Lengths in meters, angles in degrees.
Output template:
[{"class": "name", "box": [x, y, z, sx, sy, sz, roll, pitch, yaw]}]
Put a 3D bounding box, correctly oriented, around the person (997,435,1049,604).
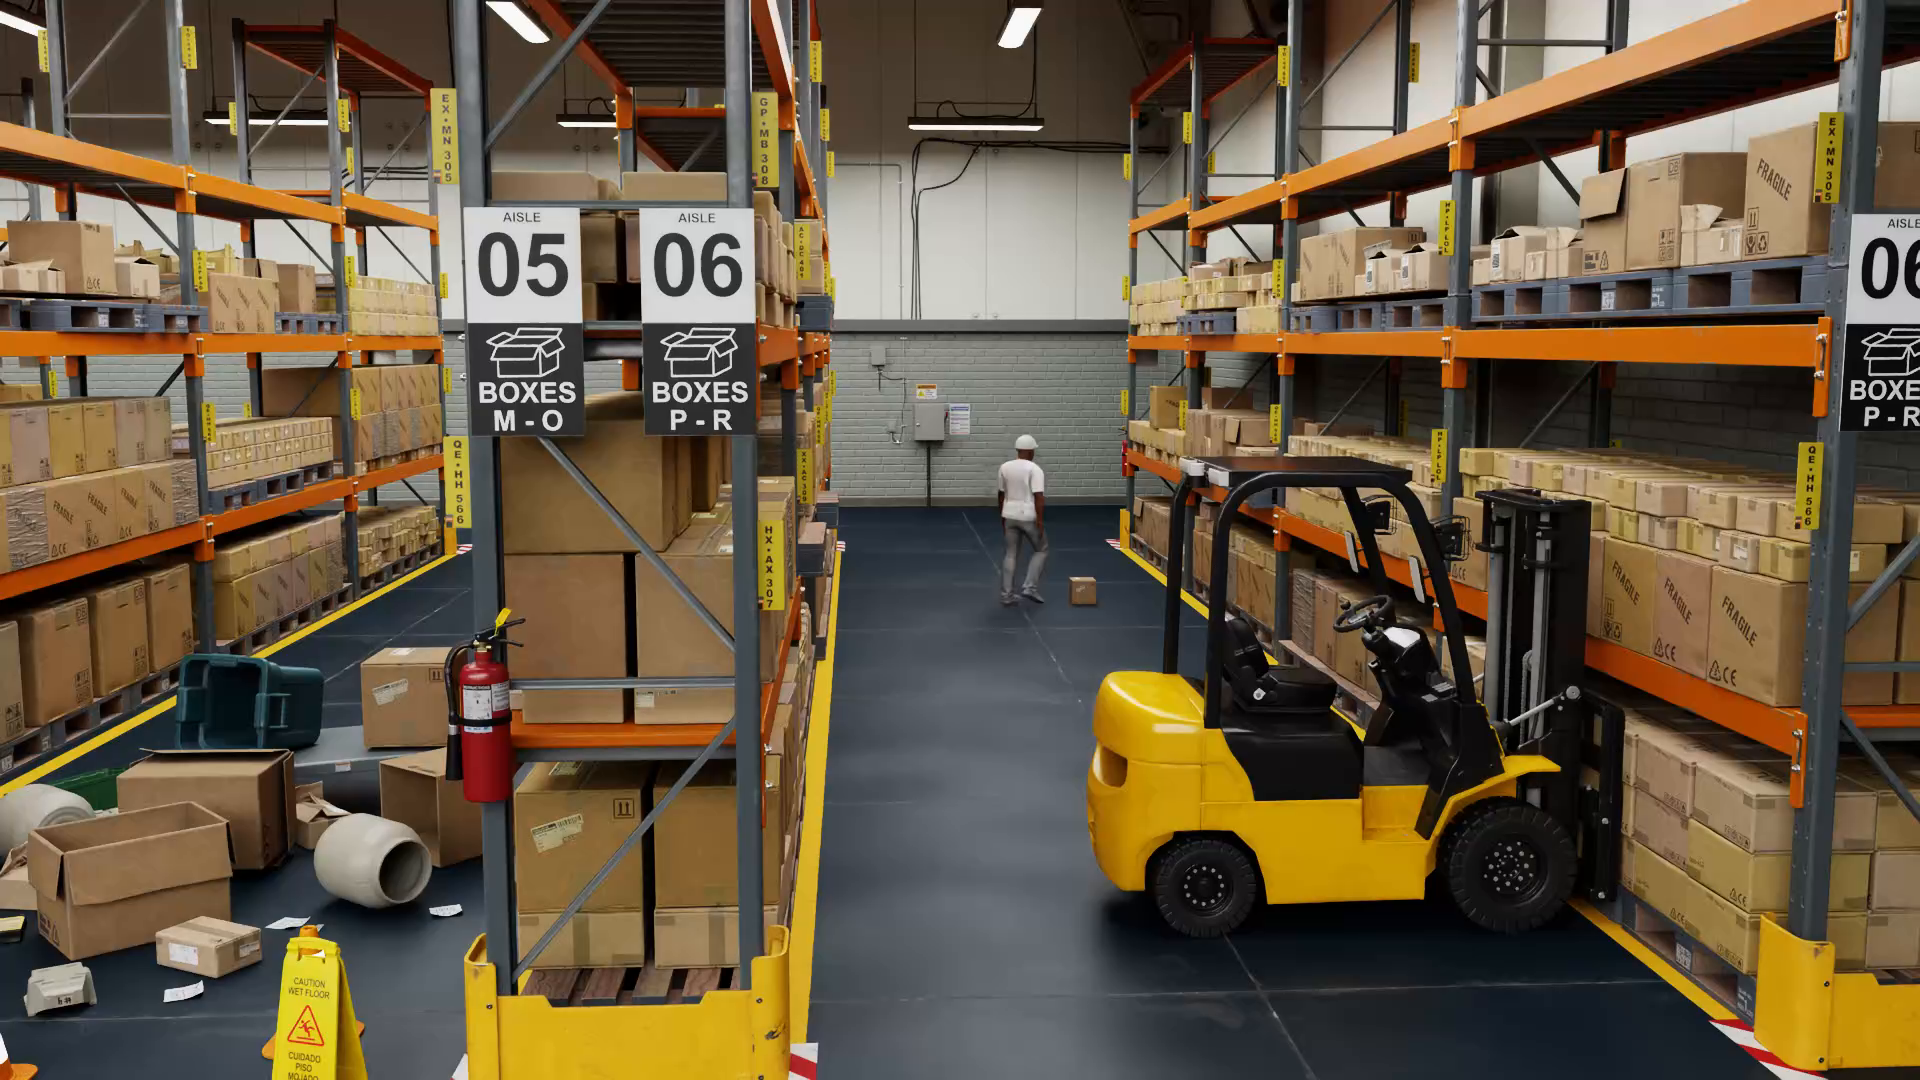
[{"class": "person", "box": [0.646, -0.206, 17.302, 0.601, 1.777, 0.513, 4, 8, 31]}]
